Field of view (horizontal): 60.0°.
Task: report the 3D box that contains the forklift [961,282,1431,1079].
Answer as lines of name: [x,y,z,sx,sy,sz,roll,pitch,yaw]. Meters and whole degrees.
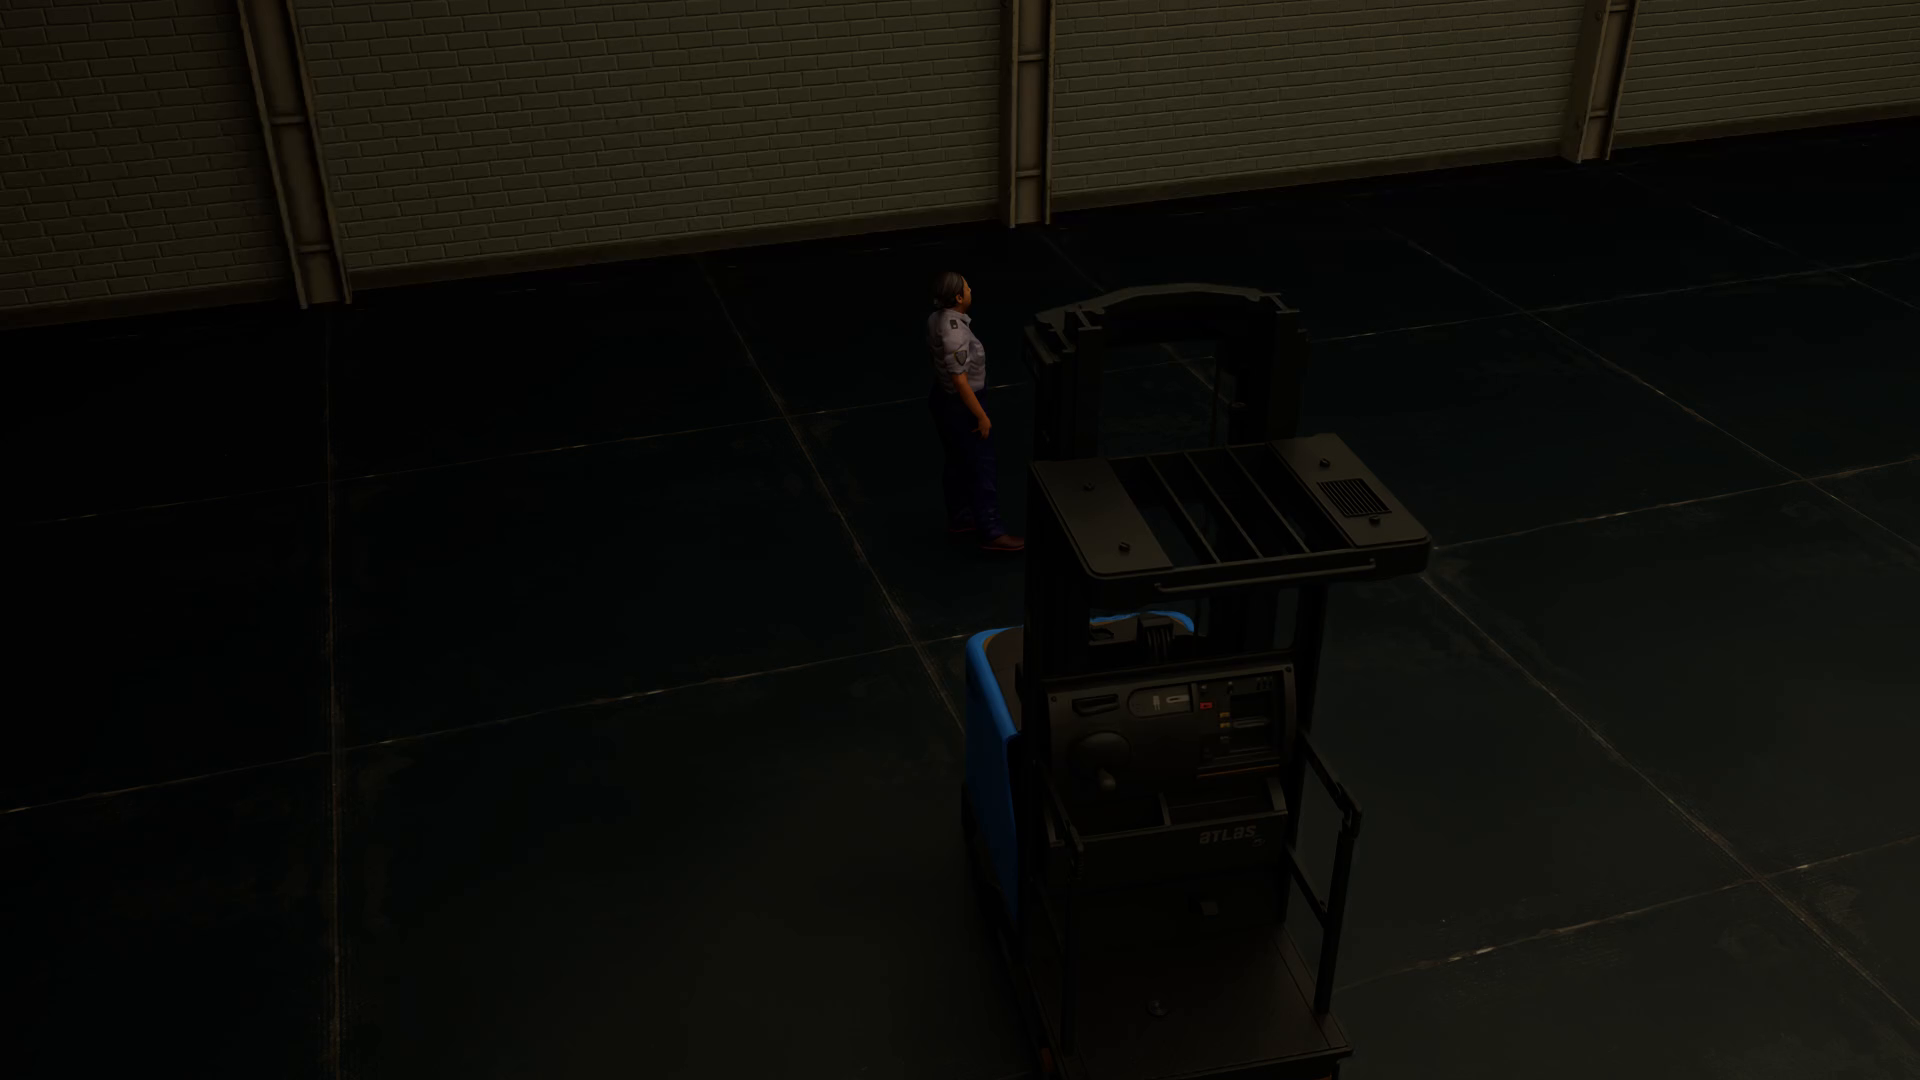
forklift: [0.816,0.724,5.829,1.130,2.935,3.031,-6,30,-10]

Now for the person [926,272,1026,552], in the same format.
person: [0.093,-0.758,9.597,0.502,1.651,0.598,-10,31,-16]
